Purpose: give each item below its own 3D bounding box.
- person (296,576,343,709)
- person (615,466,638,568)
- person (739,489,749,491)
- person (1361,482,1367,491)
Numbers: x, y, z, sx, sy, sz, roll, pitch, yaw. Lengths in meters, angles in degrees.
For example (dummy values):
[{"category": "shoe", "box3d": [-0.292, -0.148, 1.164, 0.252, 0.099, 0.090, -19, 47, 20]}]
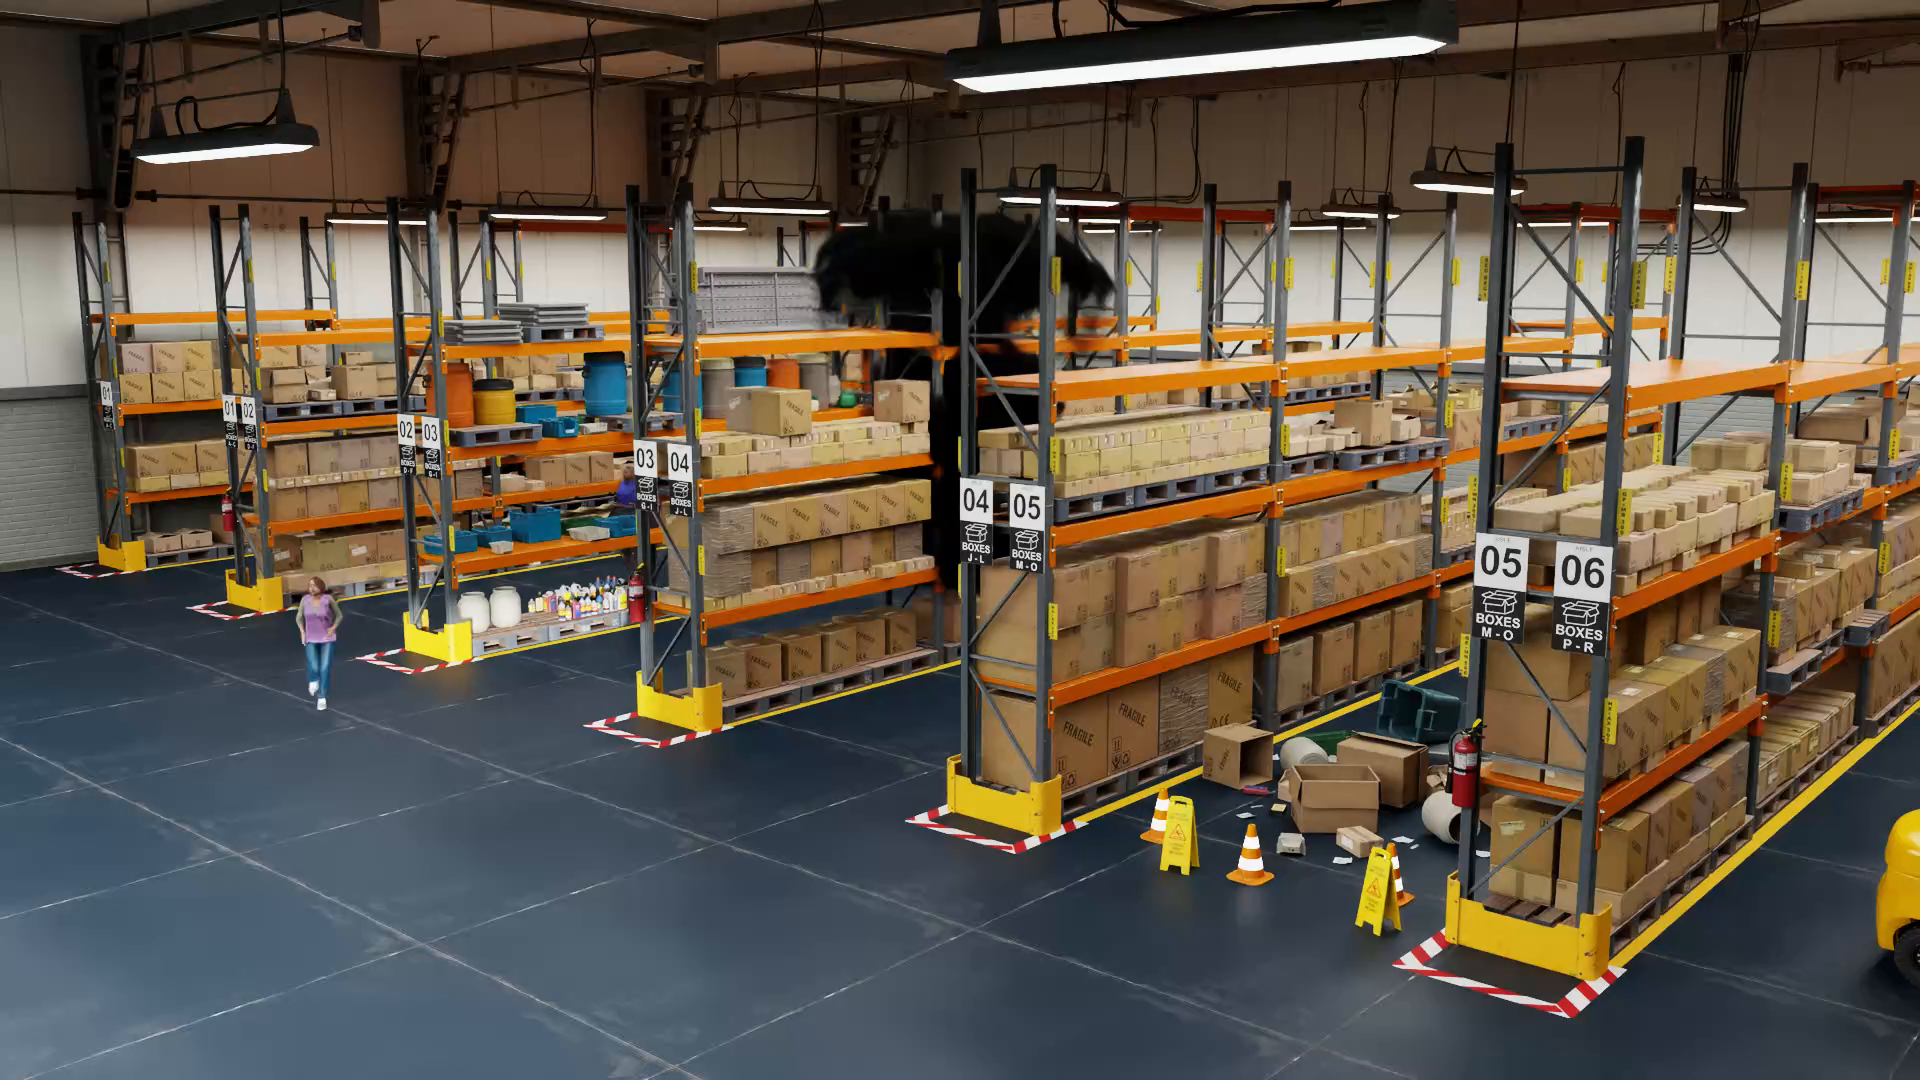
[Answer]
[{"category": "person", "box3d": [-7.486, 1.194, 19.475, 0.529, 1.569, 0.575, -2, 10, -14]}, {"category": "person", "box3d": [-5.372, -0.363, 26.792, 0.552, 1.667, 0.624, 4, 10, 24]}, {"category": "person", "box3d": [-3.840, -0.617, 28.213, 0.704, 1.798, 0.578, -9, 13, -44]}, {"category": "person", "box3d": [6.681, -0.145, 27.325, 0.618, 1.618, 0.742, 8, 12, 40]}]
